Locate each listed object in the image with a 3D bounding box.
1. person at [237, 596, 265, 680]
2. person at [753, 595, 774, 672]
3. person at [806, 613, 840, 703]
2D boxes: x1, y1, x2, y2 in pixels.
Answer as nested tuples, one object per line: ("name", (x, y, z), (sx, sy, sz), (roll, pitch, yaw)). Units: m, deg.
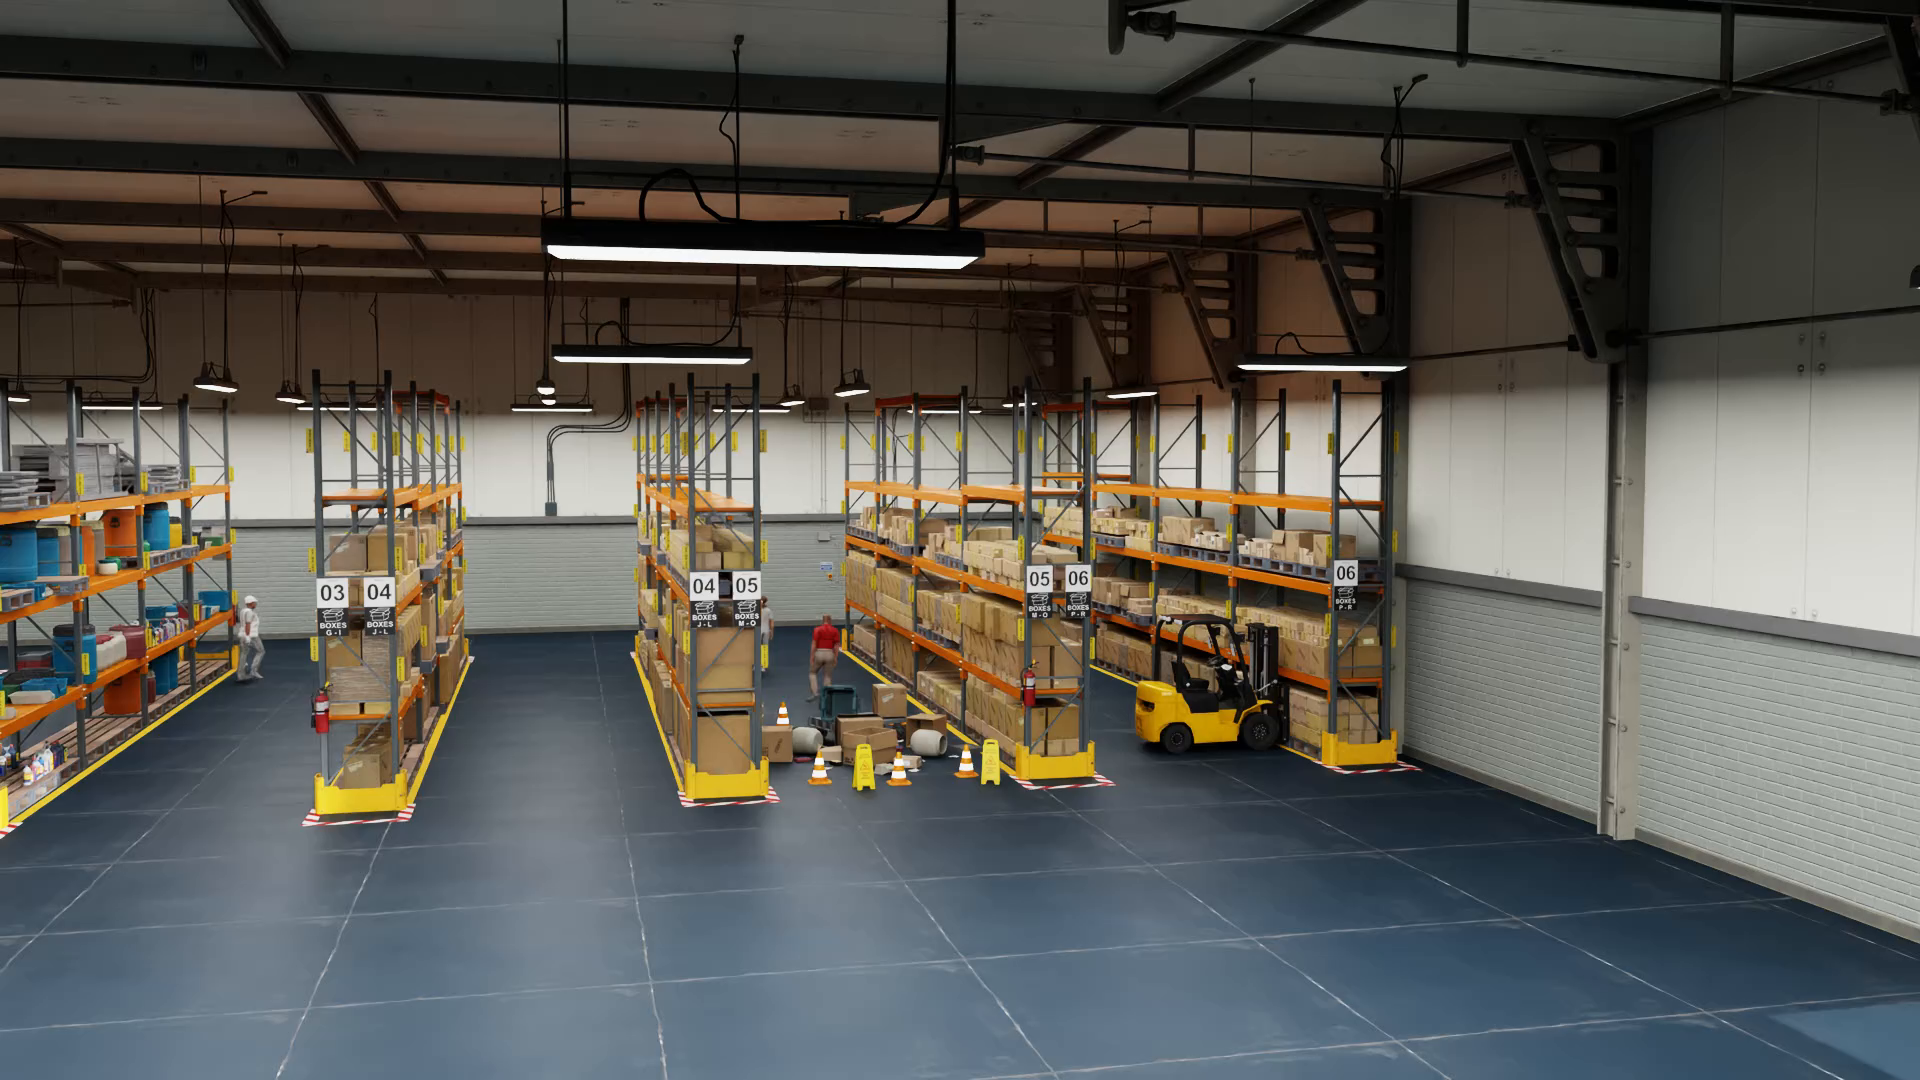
("person", (-15.104, 2.073, 35.255), (0.544, 1.779, 0.526), (2, 4, 27))
("person", (-4.343, 2.064, 36.530), (0.505, 1.705, 0.403), (-1, 3, -9))
("person", (-2.650, 2.279, 32.083), (0.662, 1.728, 0.430), (-1, 3, -13))
